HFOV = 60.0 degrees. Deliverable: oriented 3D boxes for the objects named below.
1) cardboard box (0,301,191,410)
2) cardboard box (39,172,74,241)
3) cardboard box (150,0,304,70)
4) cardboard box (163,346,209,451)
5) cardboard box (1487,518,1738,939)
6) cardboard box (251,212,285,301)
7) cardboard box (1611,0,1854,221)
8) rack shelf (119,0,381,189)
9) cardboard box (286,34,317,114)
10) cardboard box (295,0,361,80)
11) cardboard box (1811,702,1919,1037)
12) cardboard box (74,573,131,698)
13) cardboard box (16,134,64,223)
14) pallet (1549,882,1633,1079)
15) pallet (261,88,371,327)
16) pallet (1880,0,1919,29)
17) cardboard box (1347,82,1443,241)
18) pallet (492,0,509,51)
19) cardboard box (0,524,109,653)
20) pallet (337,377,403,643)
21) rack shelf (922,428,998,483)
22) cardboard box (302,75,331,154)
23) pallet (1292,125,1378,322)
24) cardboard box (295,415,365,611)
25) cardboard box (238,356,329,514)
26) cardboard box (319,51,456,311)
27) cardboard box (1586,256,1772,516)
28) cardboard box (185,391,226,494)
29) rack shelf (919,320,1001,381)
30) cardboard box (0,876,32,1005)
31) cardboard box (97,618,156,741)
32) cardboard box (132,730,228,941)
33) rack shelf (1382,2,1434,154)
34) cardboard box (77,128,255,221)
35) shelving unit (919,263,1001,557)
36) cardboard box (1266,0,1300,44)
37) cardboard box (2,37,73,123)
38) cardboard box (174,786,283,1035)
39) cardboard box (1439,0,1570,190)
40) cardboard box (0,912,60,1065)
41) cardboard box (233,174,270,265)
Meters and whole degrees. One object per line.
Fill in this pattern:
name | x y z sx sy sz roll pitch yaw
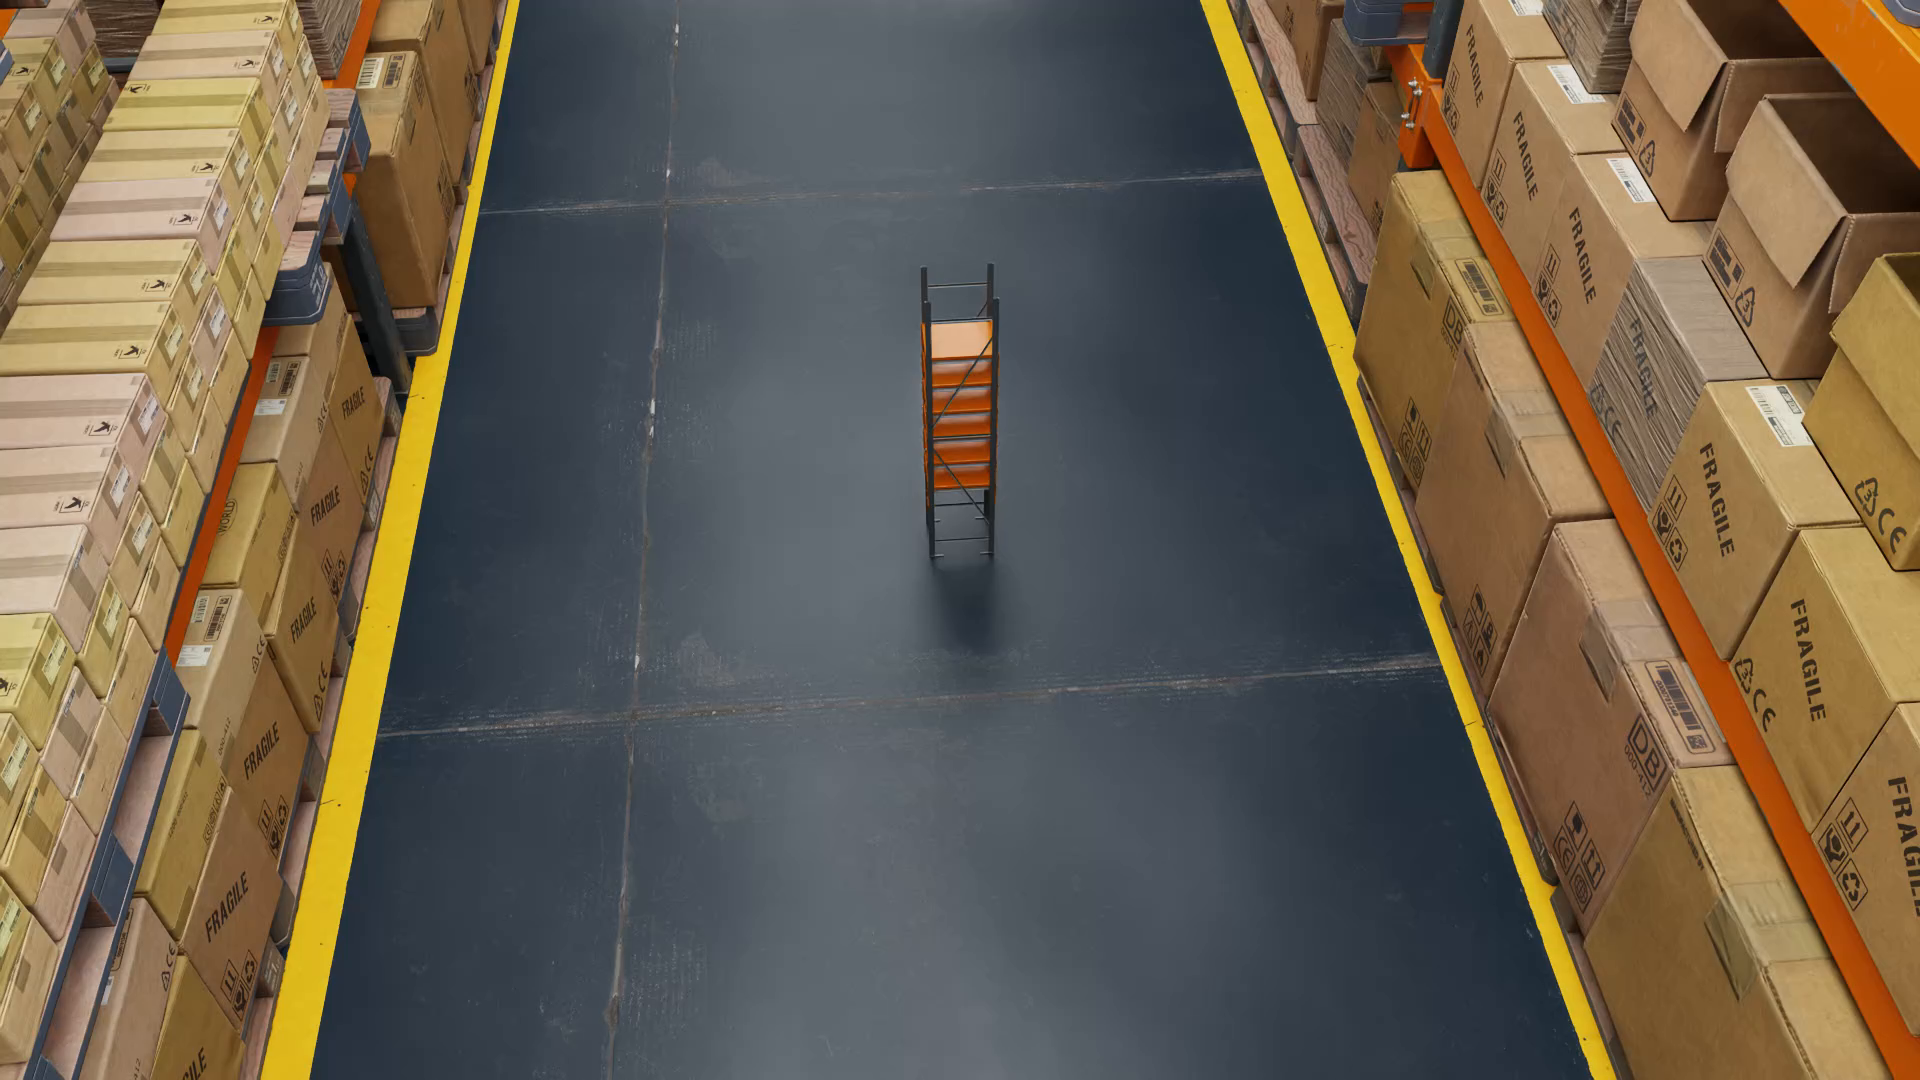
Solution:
cardboard box | -2.135 -0.447 4.081 0.380 0.149 0.250 -2 47 -2
cardboard box | -2.878 -0.968 4.984 0.380 0.149 0.250 -1 47 -1
cardboard box | -2.262 -1.571 5.146 0.380 0.149 0.250 -5 47 -5
cardboard box | -2.132 -0.346 4.190 0.380 0.149 0.250 -4 47 -4
cardboard box | 2.377 0.508 4.877 1.225 0.875 0.875 -5 47 -5
cardboard box | -2.202 -0.818 4.842 0.380 0.149 0.250 -4 47 -4
cardboard box | 2.288 -1.241 4.600 0.797 0.503 0.637 -3 47 -2
rack shelf | -2.927 -2.835 7.364 1.077 0.370 4.000 -3 47 -3
cardboard box | -2.264 -1.466 5.251 0.380 0.149 0.250 -3 47 -2
cardboard box | -2.528 -2.011 6.020 0.500 0.500 0.500 -3 47 -3
cardboard box | 2.215 0.674 3.476 0.500 0.500 0.500 -3 47 -3
cardboard box | -2.067 0.223 3.651 0.380 0.149 0.250 -5 47 -5
cardboard box | -2.869 -1.045 4.852 0.380 0.149 0.250 -5 47 -5
pallet | 2.387 1.436 4.745 1.003 0.211 1.213 -3 47 -3
pallet | -2.594 -1.060 5.320 1.213 0.211 1.003 -3 47 -3
pallet | 2.395 -1.558 3.724 1.003 0.211 1.213 -2 47 -1
cardboard box | 2.115 -1.639 7.155 0.700 0.500 0.500 -6 47 -5
pallet | -2.955 -3.017 8.962 1.003 0.211 1.213 -3 47 -3
cardboard box | -2.066 0.116 3.549 0.380 0.149 0.250 -4 47 -4
pallet | -2.696 -0.111 6.210 1.003 0.211 1.213 -3 47 -3
rack shelf | -0.001 -0.310 5.944 0.258 0.103 0.180 -3 47 -3
cardboard box | -2.260 -1.364 5.360 0.380 0.149 0.250 -3 47 -3
pallet | 2.127 -1.470 7.497 1.003 0.211 1.213 -3 47 -3
cardboard box | -2.404 -0.084 5.696 0.500 0.500 0.500 -2 47 -2
cardboard box | -2.388 -0.334 5.417 0.500 0.250 0.500 -3 47 -3
cardboard box | -2.721 -1.452 6.819 1.050 0.750 0.750 -4 47 -4
cardboard box | 2.093 -0.424 4.517 0.500 0.500 0.500 -3 47 -3
cardboard box | -2.132 -0.239 4.294 0.380 0.149 0.250 -5 47 -5
rack shelf | -0.001 -0.640 5.595 0.258 0.103 0.180 -3 47 -3
cardboard box | -1.999 0.786 3.119 0.380 0.149 0.250 -3 47 -3
cardboard box | -2.065 0.325 3.760 0.380 0.149 0.250 -3 47 -3
cardboard box | -2.270 0.780 4.361 0.500 0.250 0.500 -2 47 -2
rack shelf | 2.024 -3.063 7.581 1.077 0.370 4.000 -3 47 -3
cardboard box | -2.195 -1.007 4.611 0.380 0.149 0.250 -2 47 -2
shelving unit | -0.001 -0.423 5.824 0.258 1.200 0.189 -3 47 -3
cardboard box | 1.955 -2.853 8.304 0.700 0.500 0.500 -7 47 -7
cardboard box | -2.889 -1.357 4.944 0.380 0.149 0.250 -5 47 -4
cardboard box | -2.268 1.041 4.631 0.500 0.500 0.500 -2 47 -1
cardboard box | 1.961 -1.530 5.564 0.500 0.500 0.500 -2 47 -2
cardboard box | -1.999 0.888 3.227 0.380 0.149 0.250 -6 47 -5
cardboard box | -2.195 -0.901 4.717 0.380 0.149 0.250 -3 47 -3
